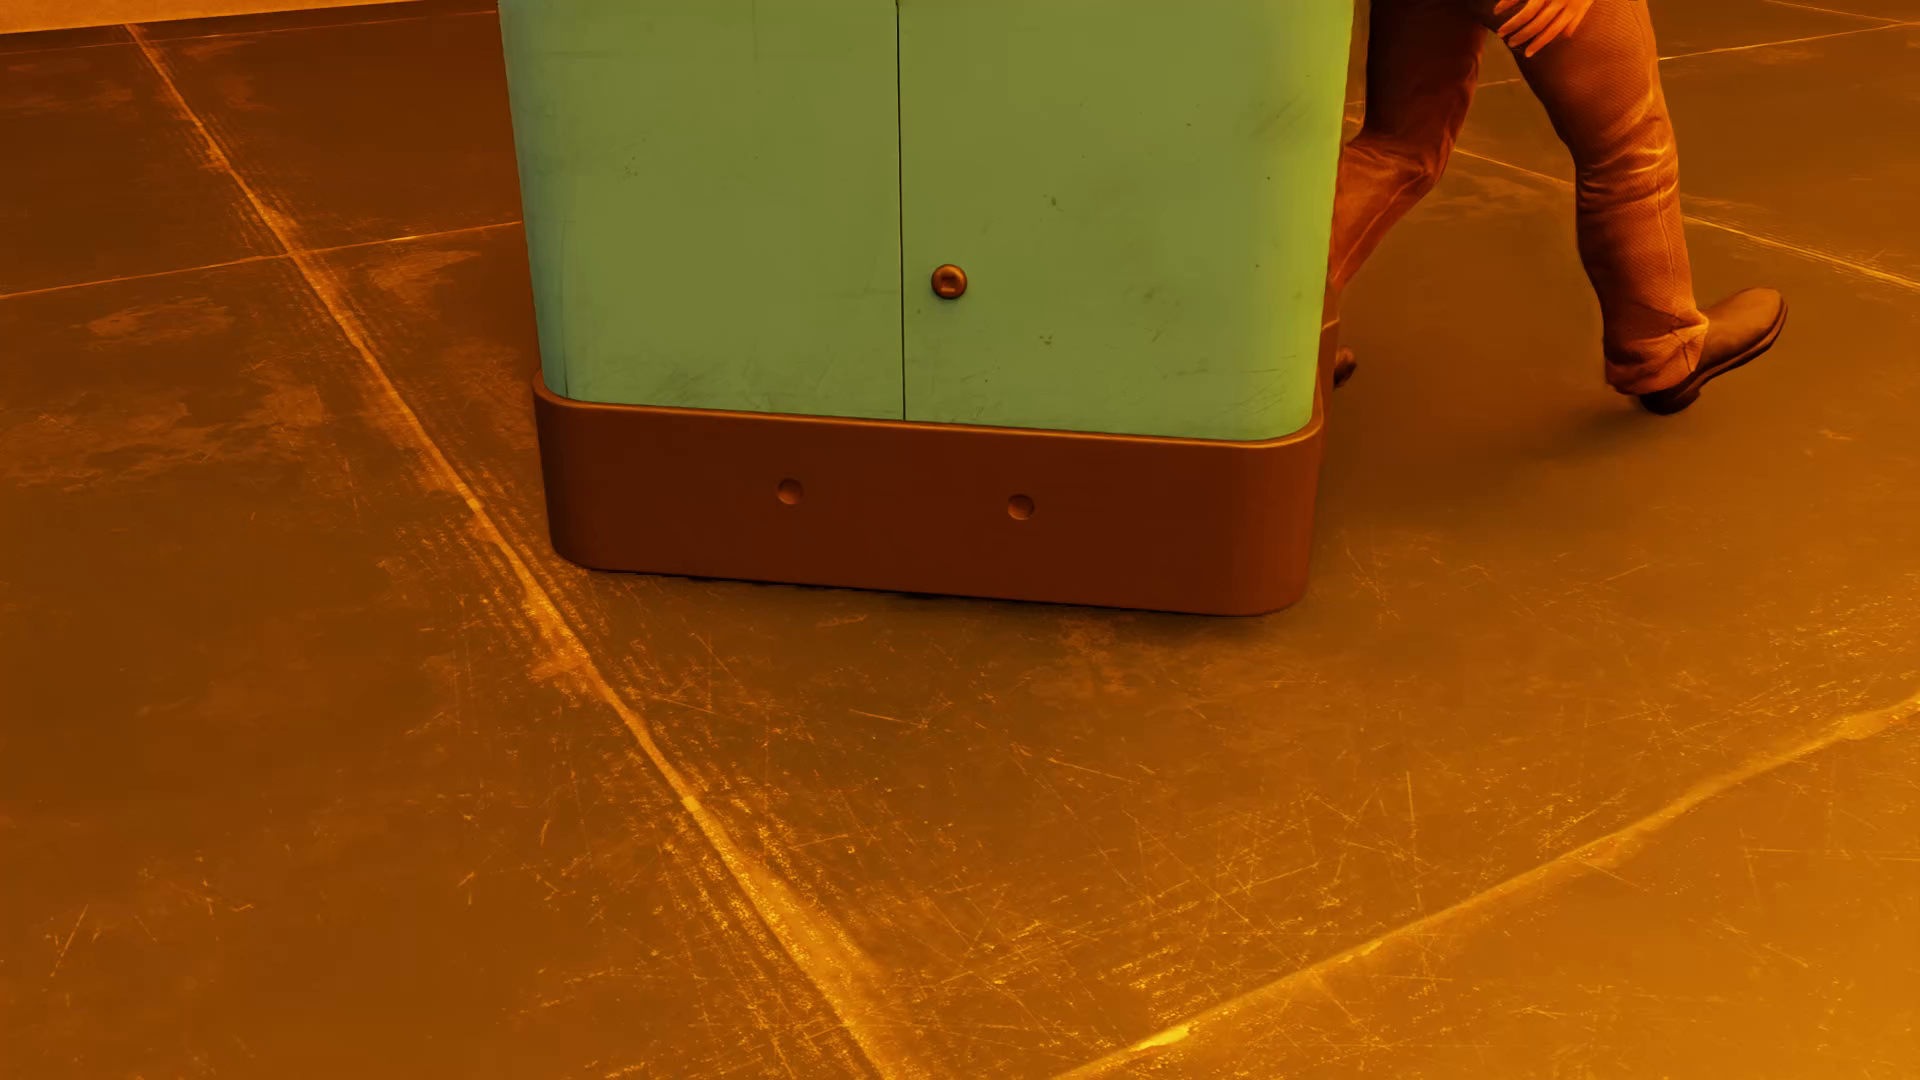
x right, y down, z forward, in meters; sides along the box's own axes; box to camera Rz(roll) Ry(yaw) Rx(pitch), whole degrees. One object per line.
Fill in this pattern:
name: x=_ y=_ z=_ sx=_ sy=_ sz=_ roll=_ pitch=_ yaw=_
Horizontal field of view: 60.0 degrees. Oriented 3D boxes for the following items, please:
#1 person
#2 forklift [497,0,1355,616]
person: x=0.947 y=-0.977 z=2.590 sx=0.939 sy=1.653 sz=0.680 roll=-8 pitch=28 yaw=-16
forklift: x=0.159 y=-1.850 z=2.908 sx=1.130 sy=2.935 sz=3.031 roll=4 pitch=27 yaw=8
